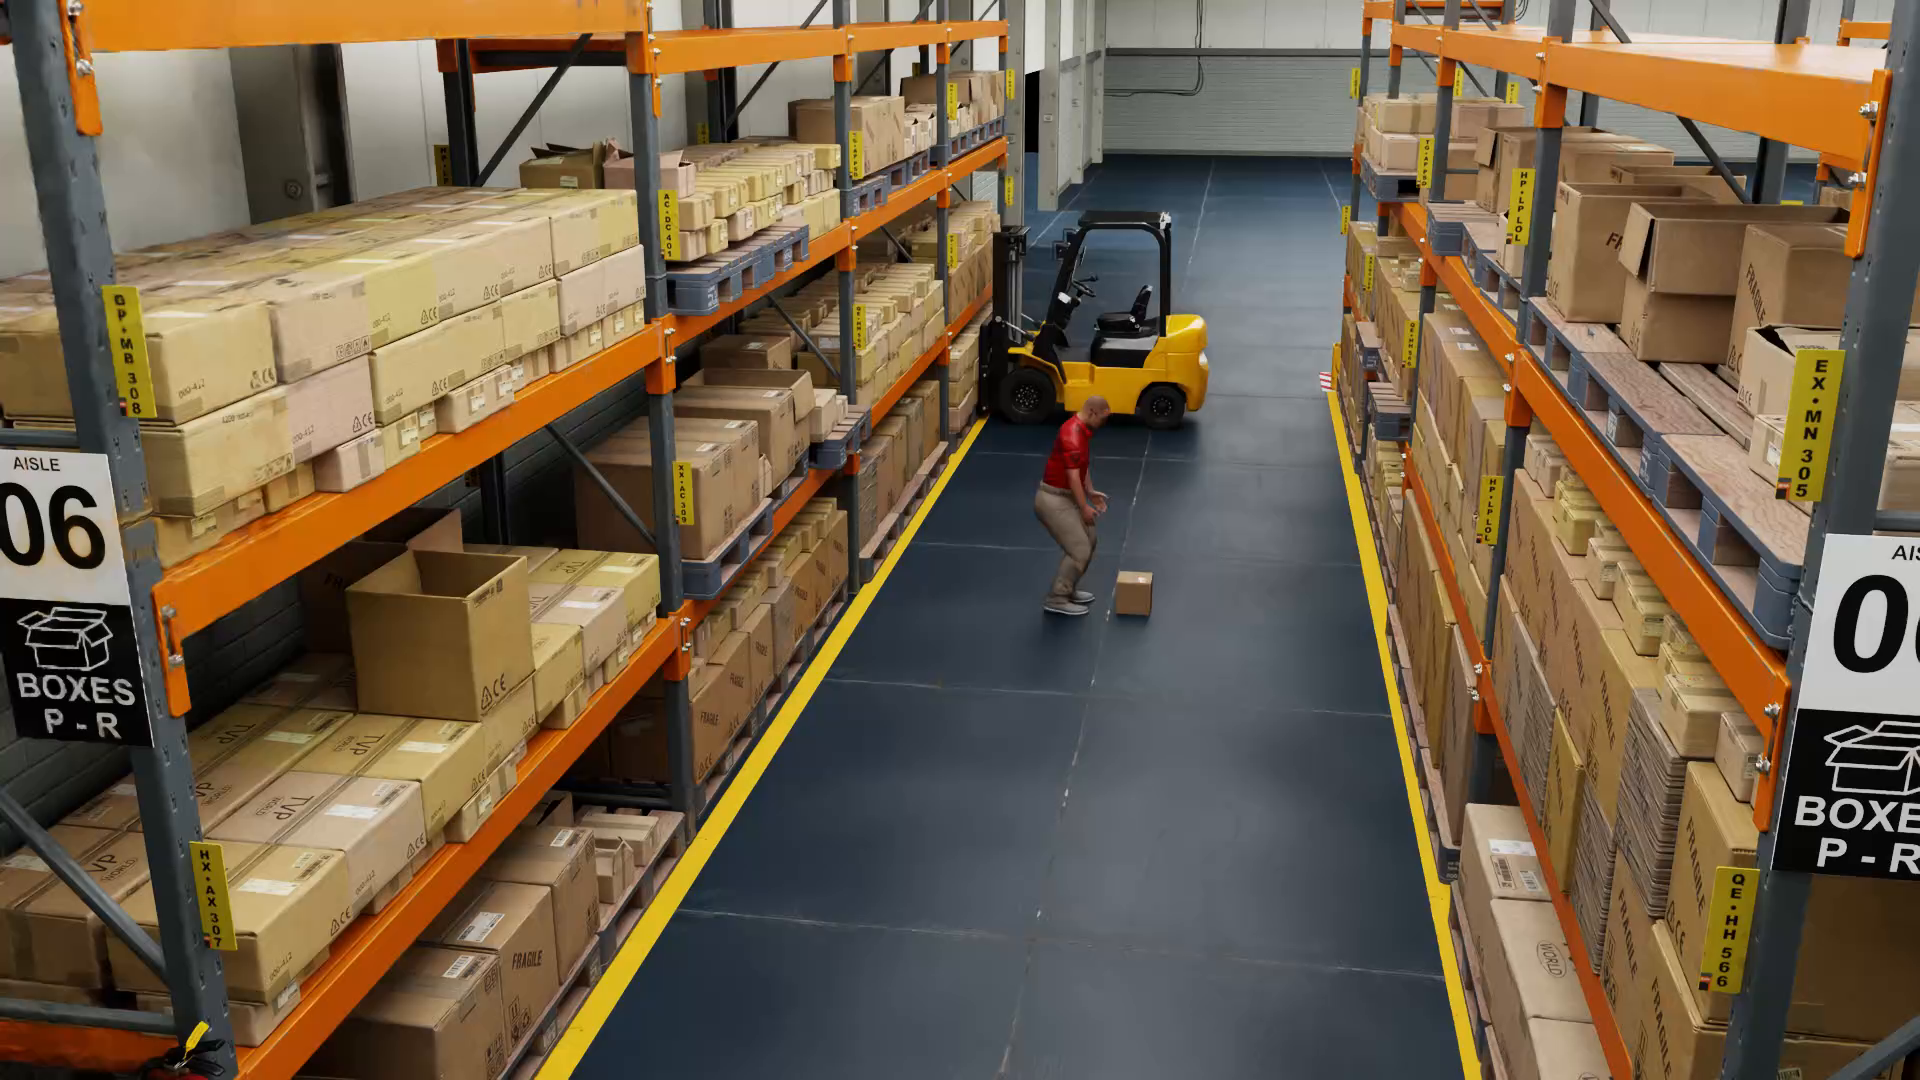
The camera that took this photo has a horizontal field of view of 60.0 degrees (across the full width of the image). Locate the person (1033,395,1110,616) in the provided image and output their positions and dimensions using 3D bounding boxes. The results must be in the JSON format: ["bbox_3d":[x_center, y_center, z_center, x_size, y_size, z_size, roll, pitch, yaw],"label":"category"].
[{"bbox_3d":[0.814,-0.277,12.167,0.526,1.607,0.575,3,18,10],"label":"person"}]
